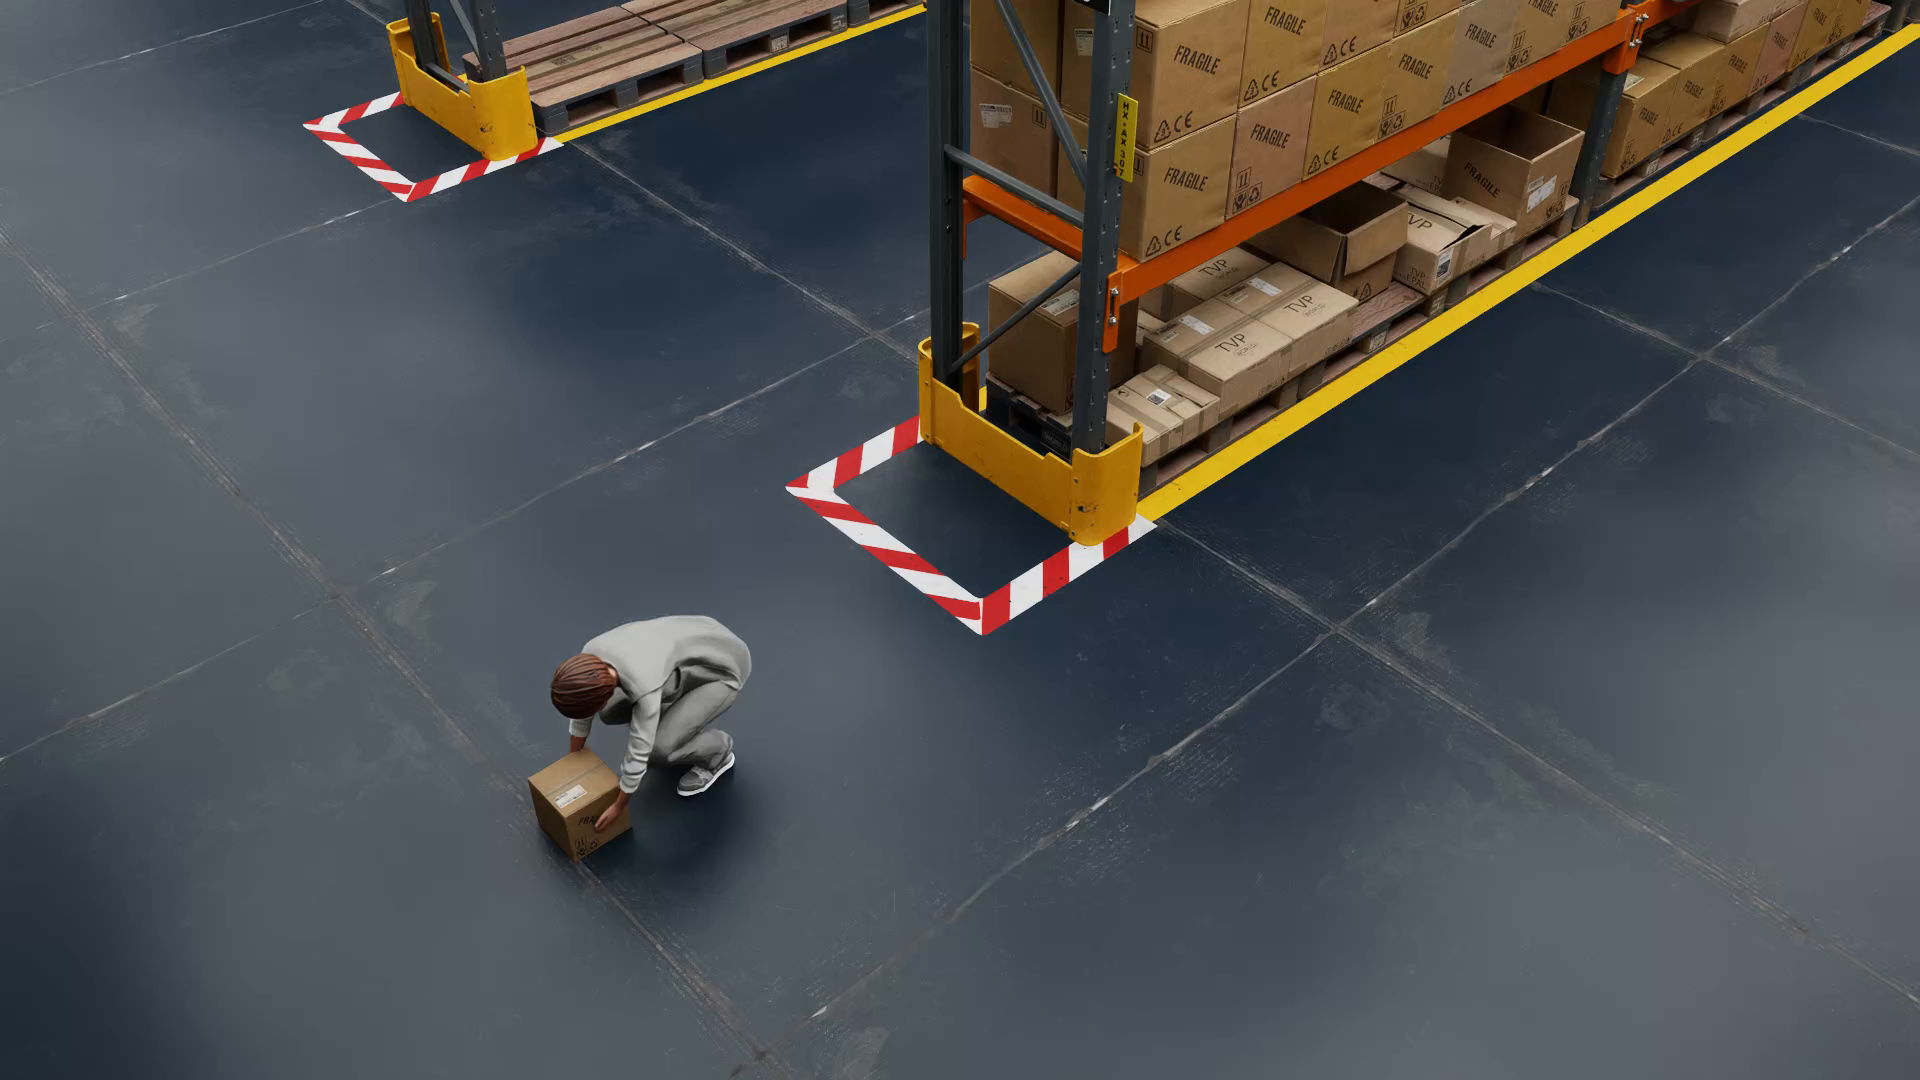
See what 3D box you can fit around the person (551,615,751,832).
[{"bbox_3d":[-1.112,0.592,6.063,0.804,0.829,0.440,-31,49,-31],"label":"person"}]
